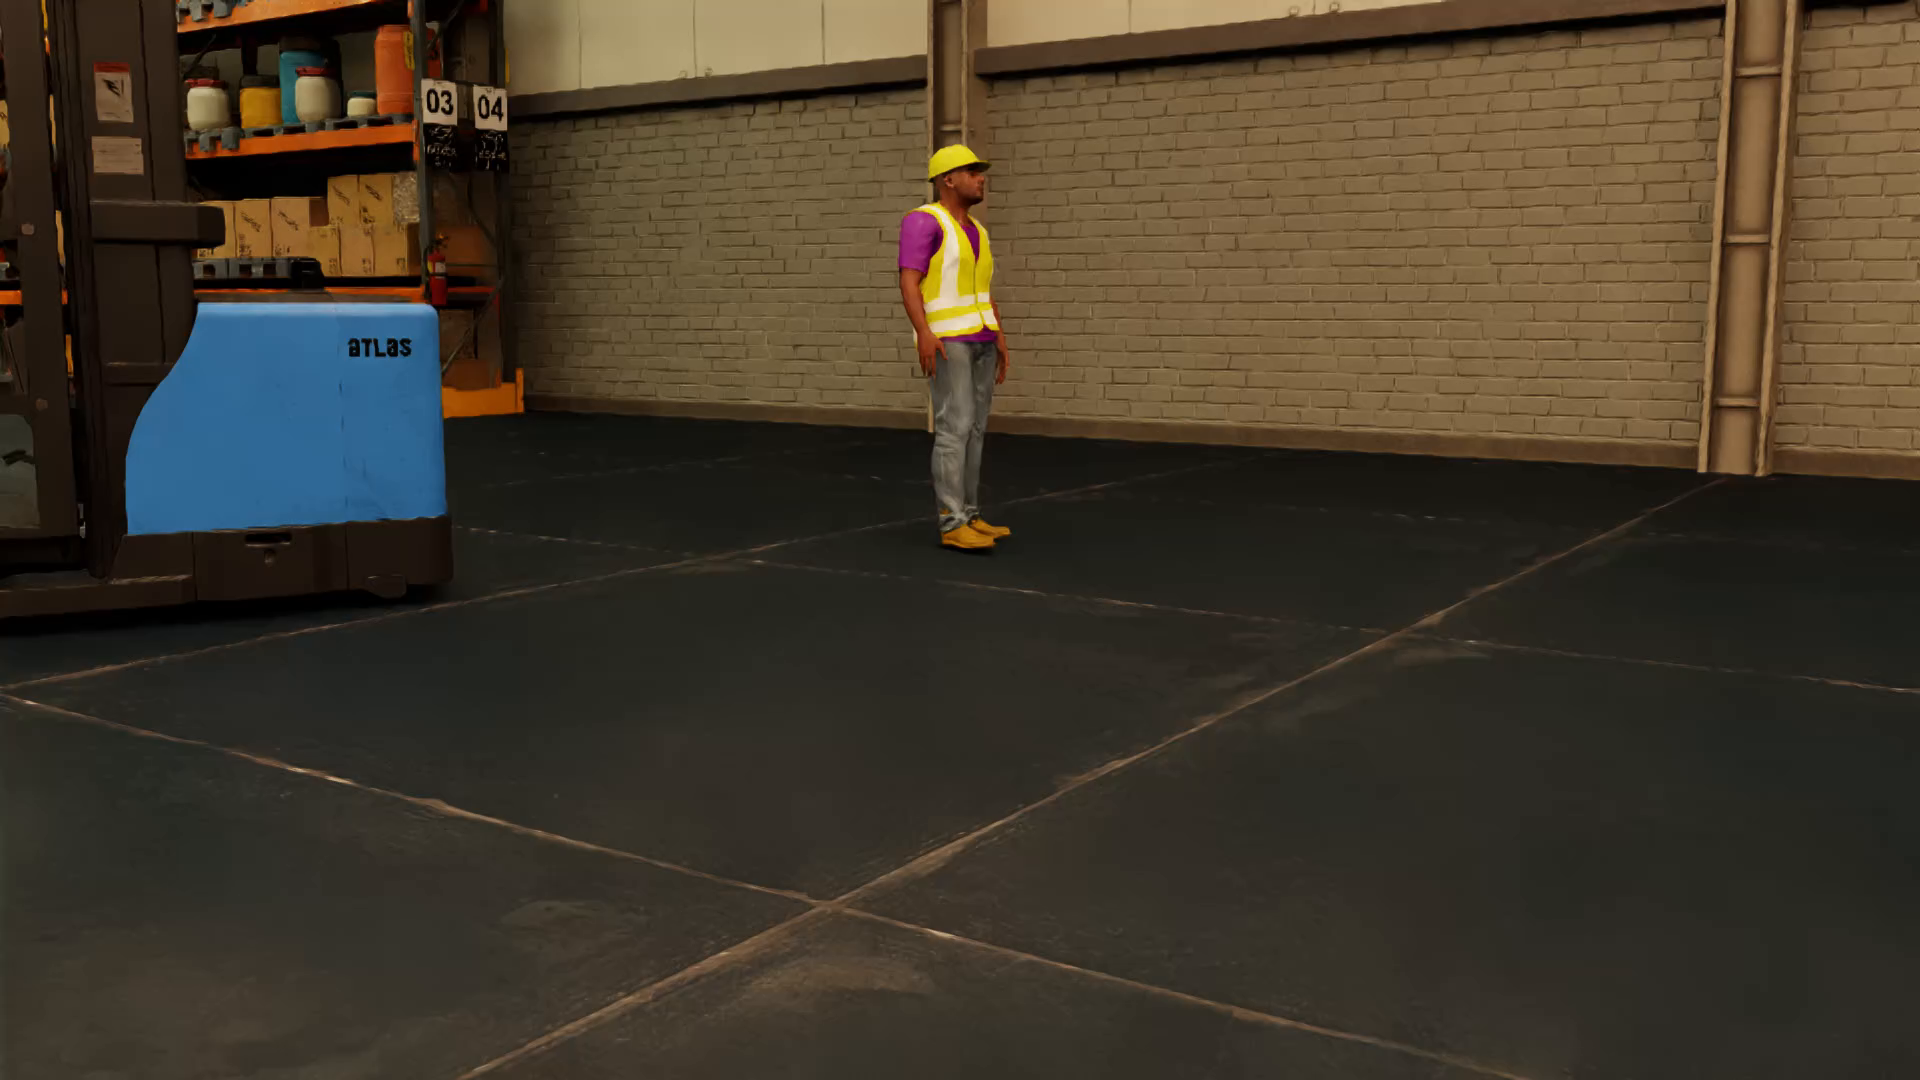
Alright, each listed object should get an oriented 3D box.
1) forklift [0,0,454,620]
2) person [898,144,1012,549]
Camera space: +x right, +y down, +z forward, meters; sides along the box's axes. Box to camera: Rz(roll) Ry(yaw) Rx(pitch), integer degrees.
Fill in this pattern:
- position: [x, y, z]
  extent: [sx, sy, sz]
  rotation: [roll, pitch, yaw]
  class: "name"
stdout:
- position: [-3.401, -1.194, 5.590]
  extent: [3.031, 2.935, 1.130]
  rotation: [-4, 9, -28]
  class: "forklift"
- position: [0.055, -0.875, 7.435]
  extent: [0.576, 1.766, 0.665]
  rotation: [5, 10, 34]
  class: "person"
